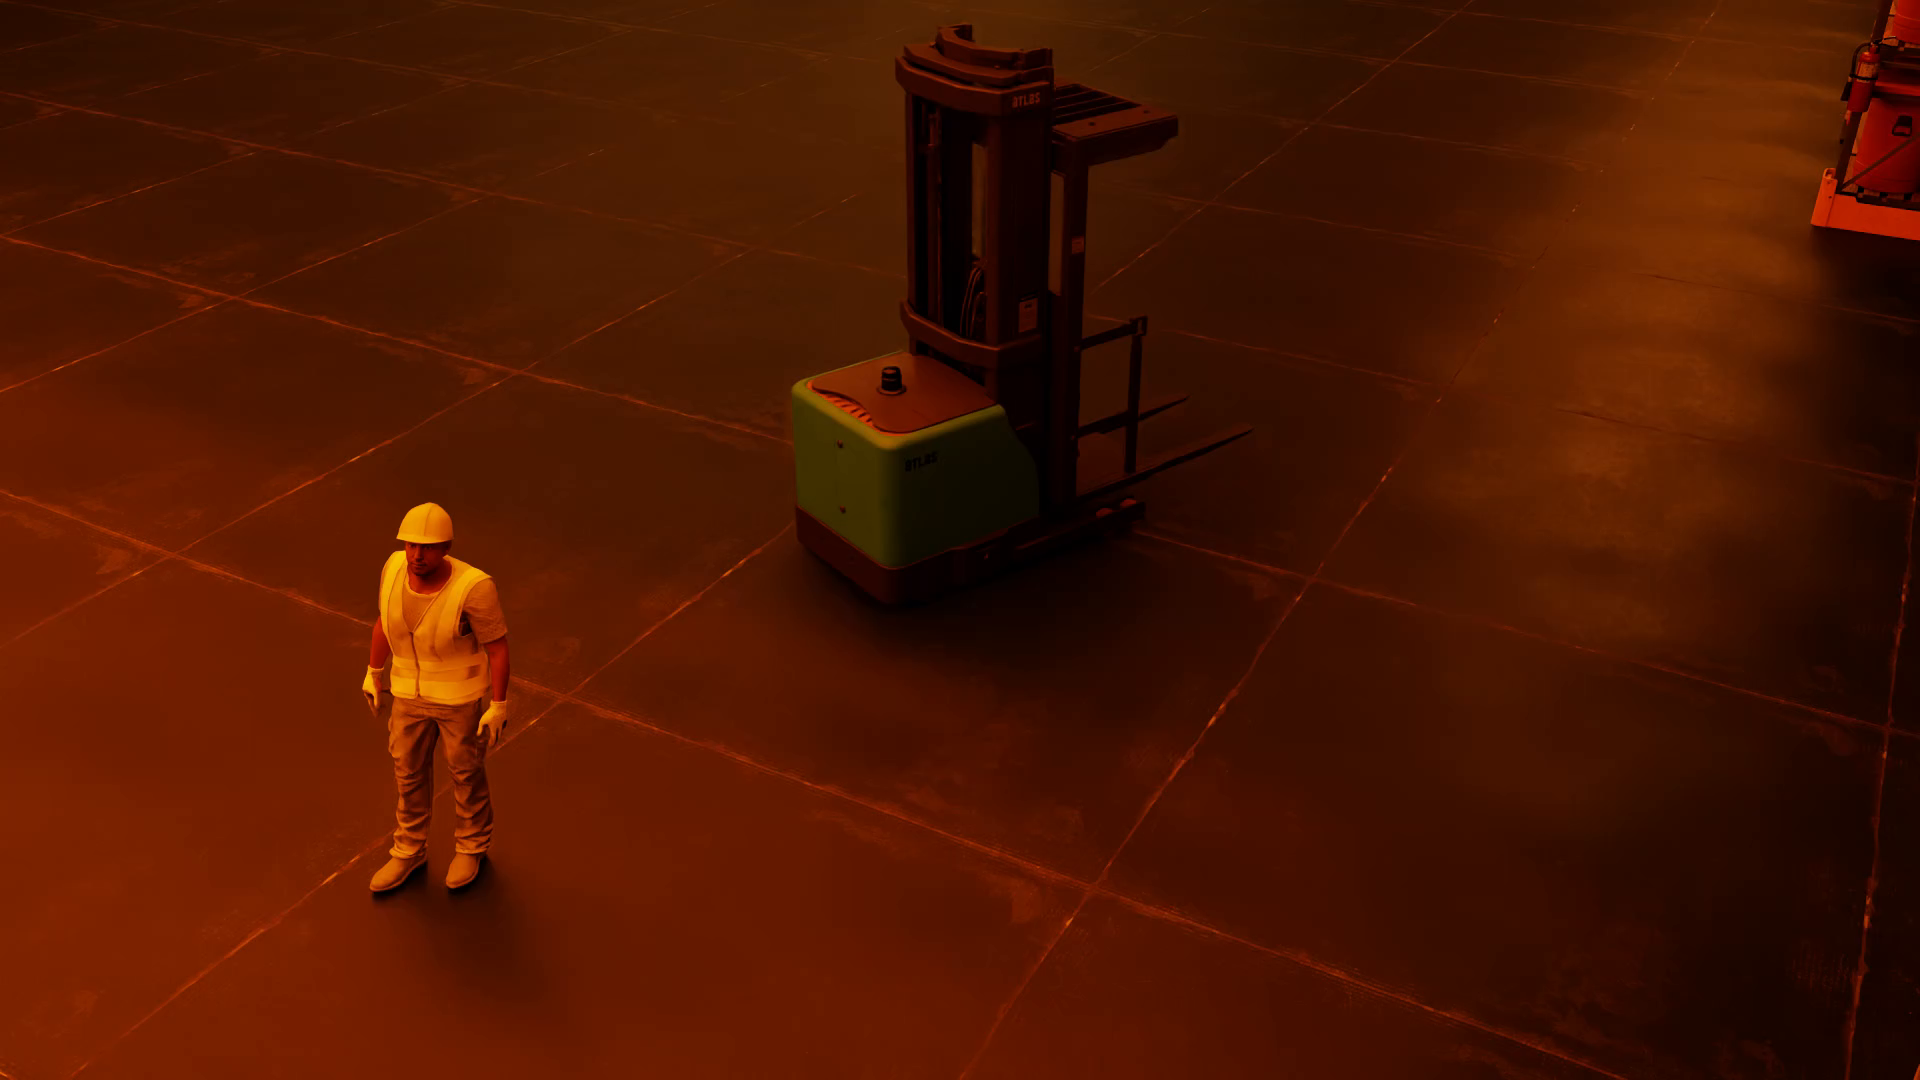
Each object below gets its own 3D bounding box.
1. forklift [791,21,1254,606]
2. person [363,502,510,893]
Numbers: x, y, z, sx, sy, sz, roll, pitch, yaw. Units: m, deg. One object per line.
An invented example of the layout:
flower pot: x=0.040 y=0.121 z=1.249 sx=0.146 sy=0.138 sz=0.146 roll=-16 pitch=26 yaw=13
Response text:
forklift: x=0.509 y=-1.486 z=9.645 sx=3.031 sy=2.935 sz=1.130 roll=-21 pitch=36 yaw=-31
person: x=-2.233 y=0.688 z=7.012 sx=0.656 sy=1.782 sz=0.577 roll=8 pitch=31 yaw=14
